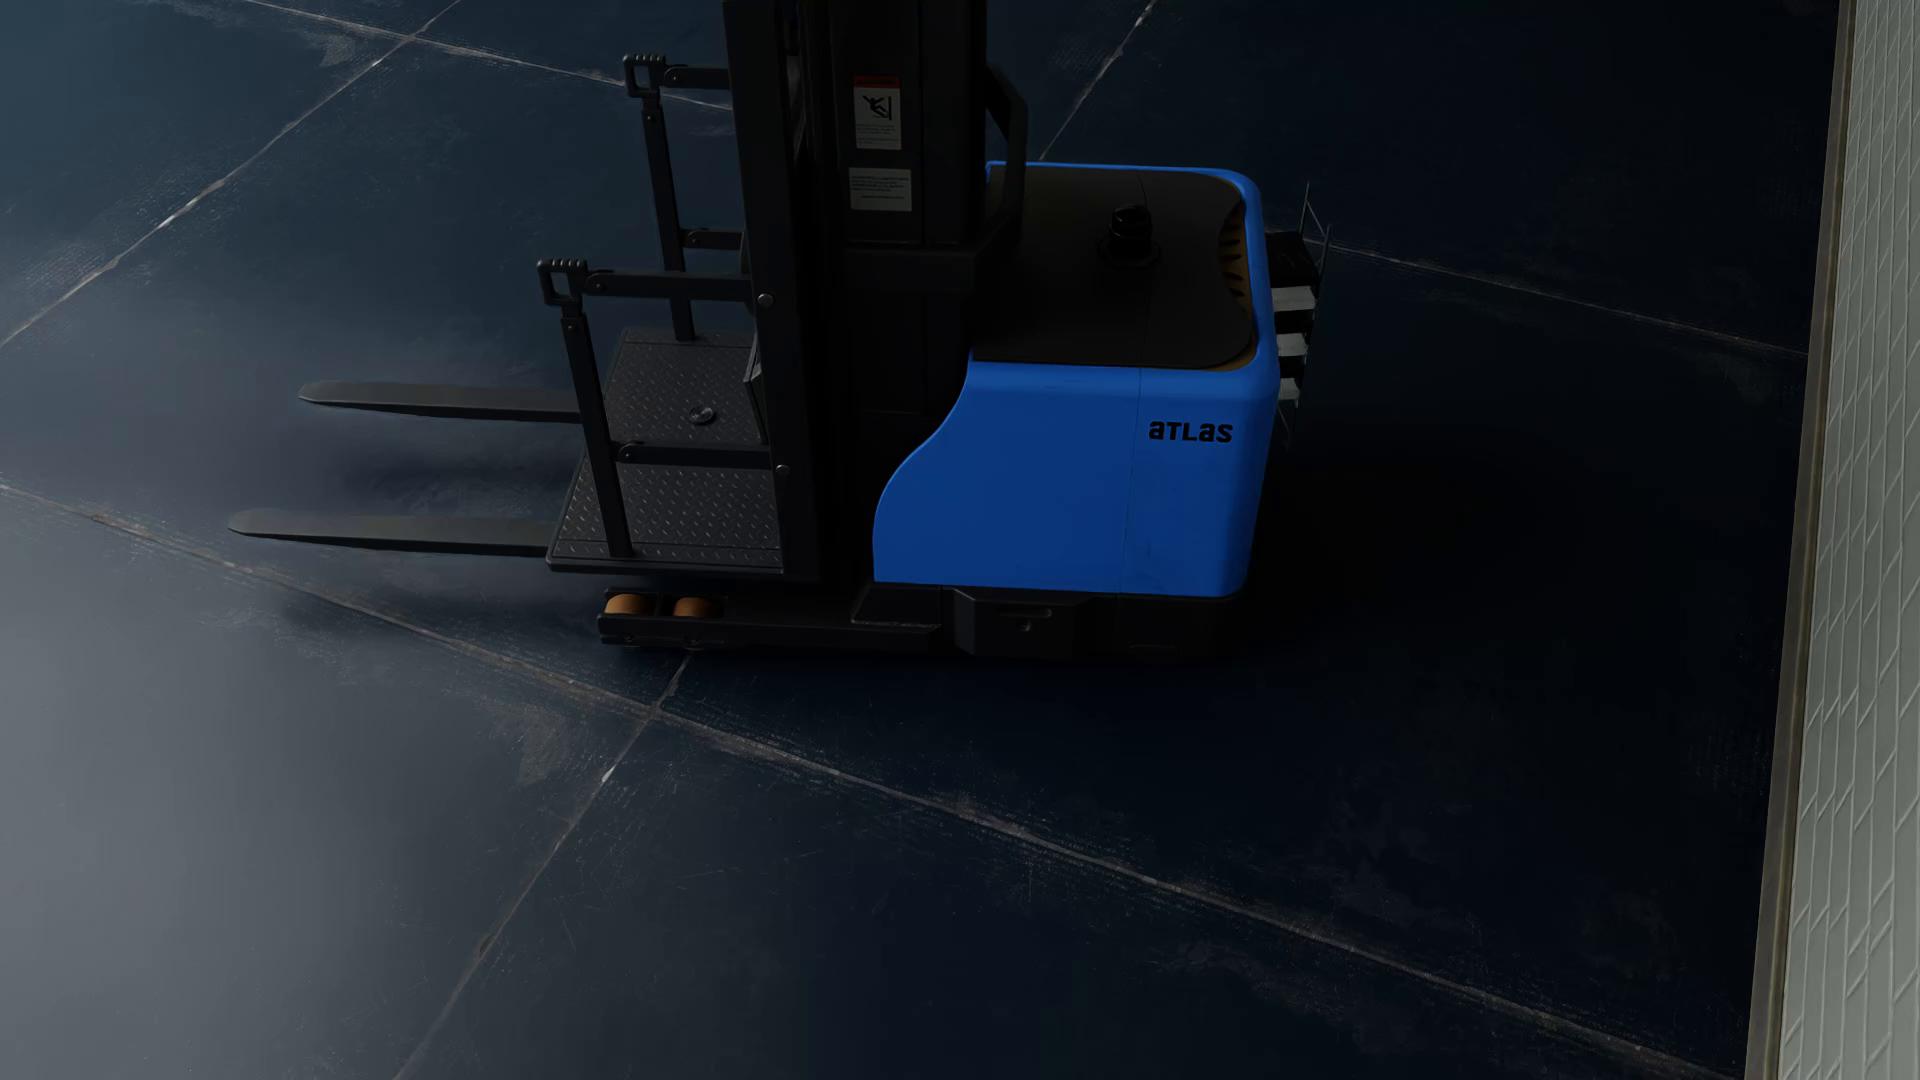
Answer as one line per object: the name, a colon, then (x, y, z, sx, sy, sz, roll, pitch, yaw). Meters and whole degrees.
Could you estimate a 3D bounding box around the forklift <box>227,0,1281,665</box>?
forklift: (-0.660, -1.082, 4.259, 3.031, 2.935, 1.130, 3, 45, 3)

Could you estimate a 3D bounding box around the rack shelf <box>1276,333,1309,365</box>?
rack shelf: (0.979, -0.660, 5.322, 0.200, 0.077, 0.258, -5, 45, -5)

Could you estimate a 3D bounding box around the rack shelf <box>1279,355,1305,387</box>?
rack shelf: (0.979, -0.596, 5.386, 0.200, 0.077, 0.258, -5, 45, -5)

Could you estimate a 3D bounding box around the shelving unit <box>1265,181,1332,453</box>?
shelving unit: (0.979, -0.683, 5.299, 0.210, 0.900, 0.258, -5, 45, -5)

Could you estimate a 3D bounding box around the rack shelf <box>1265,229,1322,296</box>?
rack shelf: (0.979, -0.851, 5.132, 0.200, 0.077, 0.258, -5, 45, -5)

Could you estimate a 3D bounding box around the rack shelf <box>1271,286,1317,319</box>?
rack shelf: (0.979, -0.787, 5.195, 0.200, 0.077, 0.258, -5, 45, -5)

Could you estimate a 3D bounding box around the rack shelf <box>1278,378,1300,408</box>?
rack shelf: (0.979, -0.532, 5.449, 0.200, 0.077, 0.258, -5, 45, -5)

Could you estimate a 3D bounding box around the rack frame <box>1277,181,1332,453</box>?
rack frame: (1.080, -0.693, 5.308, 0.006, 0.900, 0.240, -5, 45, -5)

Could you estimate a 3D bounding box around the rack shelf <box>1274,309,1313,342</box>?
rack shelf: (0.979, -0.723, 5.259, 0.200, 0.077, 0.258, -5, 45, -5)
